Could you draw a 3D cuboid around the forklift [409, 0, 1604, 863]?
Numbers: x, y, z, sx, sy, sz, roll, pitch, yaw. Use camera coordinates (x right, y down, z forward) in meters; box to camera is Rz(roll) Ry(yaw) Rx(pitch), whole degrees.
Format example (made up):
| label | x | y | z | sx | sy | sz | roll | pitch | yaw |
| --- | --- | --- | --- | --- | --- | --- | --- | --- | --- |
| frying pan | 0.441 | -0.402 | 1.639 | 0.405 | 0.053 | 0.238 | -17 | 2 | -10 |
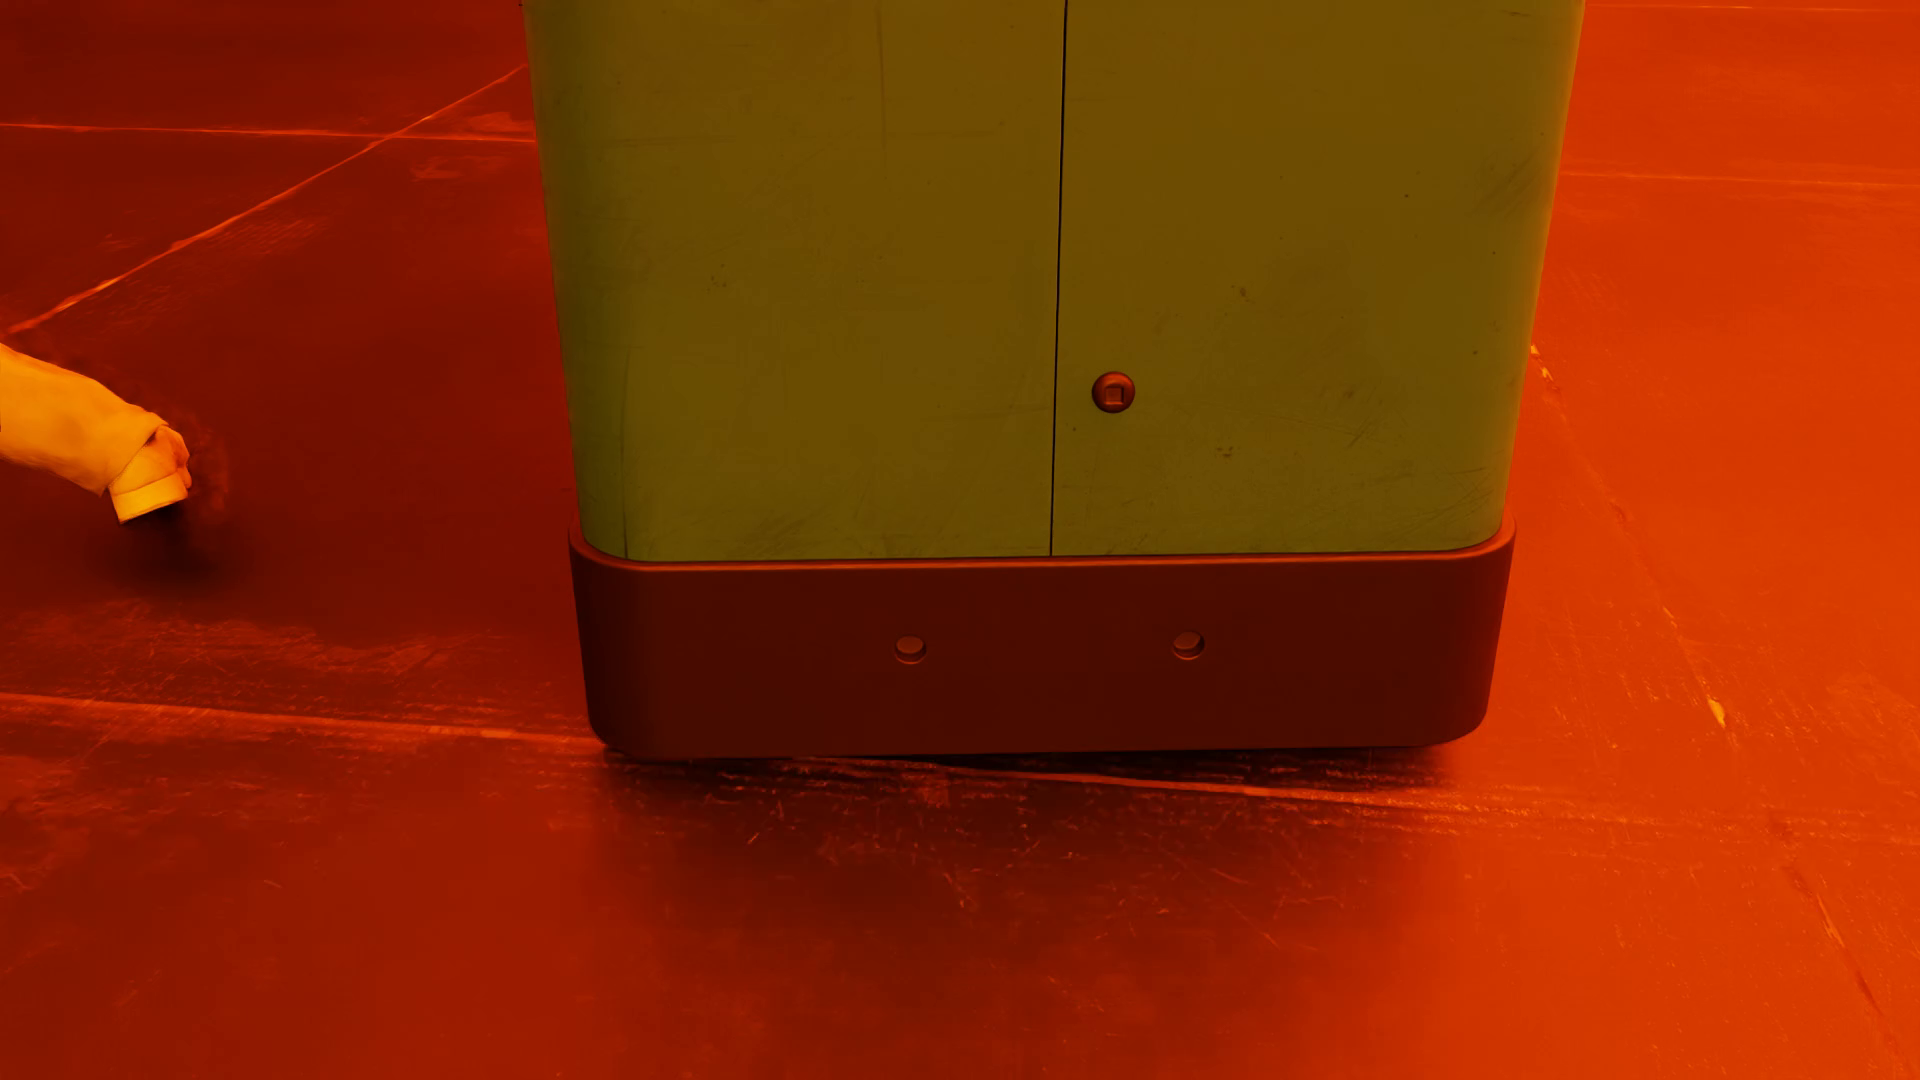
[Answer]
| label | x | y | z | sx | sy | sz | roll | pitch | yaw |
| --- | --- | --- | --- | --- | --- | --- | --- | --- | --- |
| forklift | 0.110 | -1.605 | 2.434 | 1.130 | 2.935 | 3.031 | 1 | 27 | 3 |
